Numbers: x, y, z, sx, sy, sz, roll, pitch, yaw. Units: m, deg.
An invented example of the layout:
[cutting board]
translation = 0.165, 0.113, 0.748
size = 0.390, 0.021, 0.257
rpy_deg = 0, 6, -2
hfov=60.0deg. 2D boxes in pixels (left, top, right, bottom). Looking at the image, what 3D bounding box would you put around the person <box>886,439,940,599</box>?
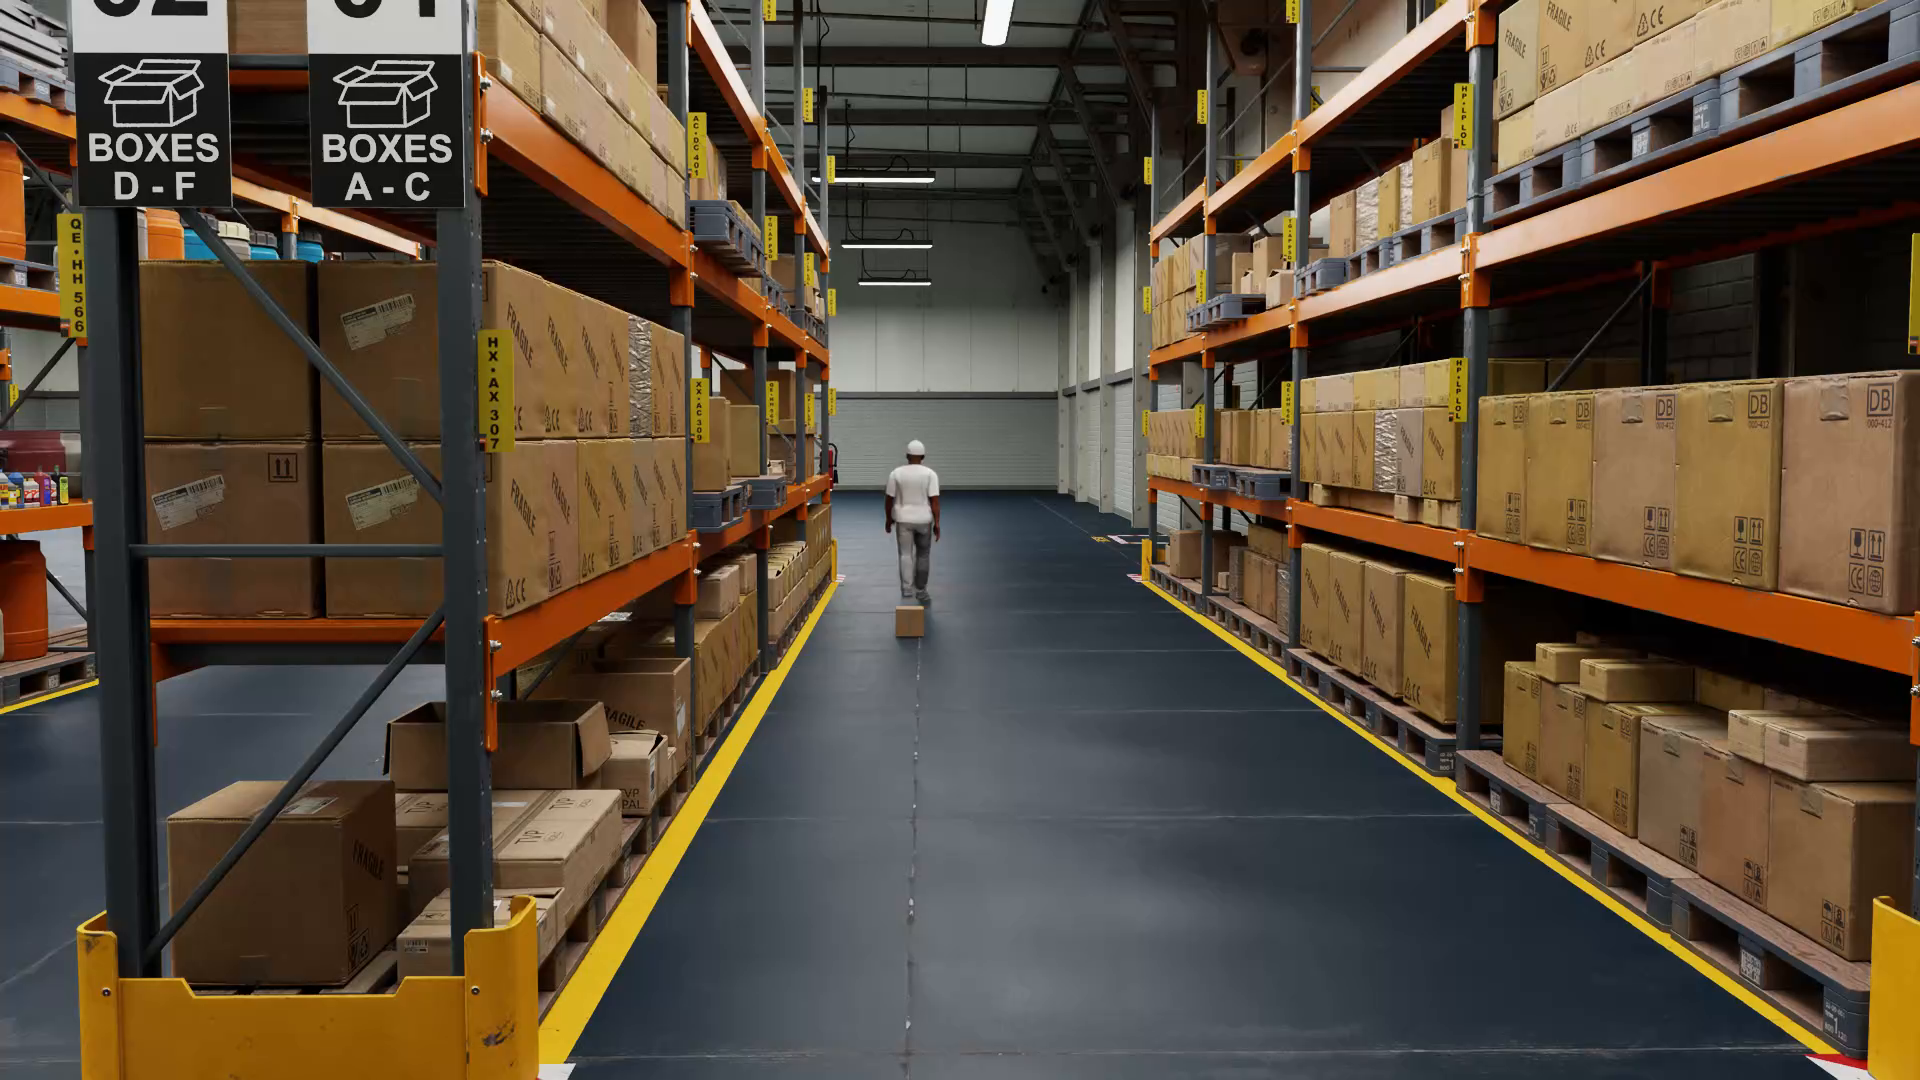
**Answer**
[person]
translation = -0.502, -0.209, 17.763
size = 0.590, 1.731, 0.980
rpy_deg = 0, 4, 1
